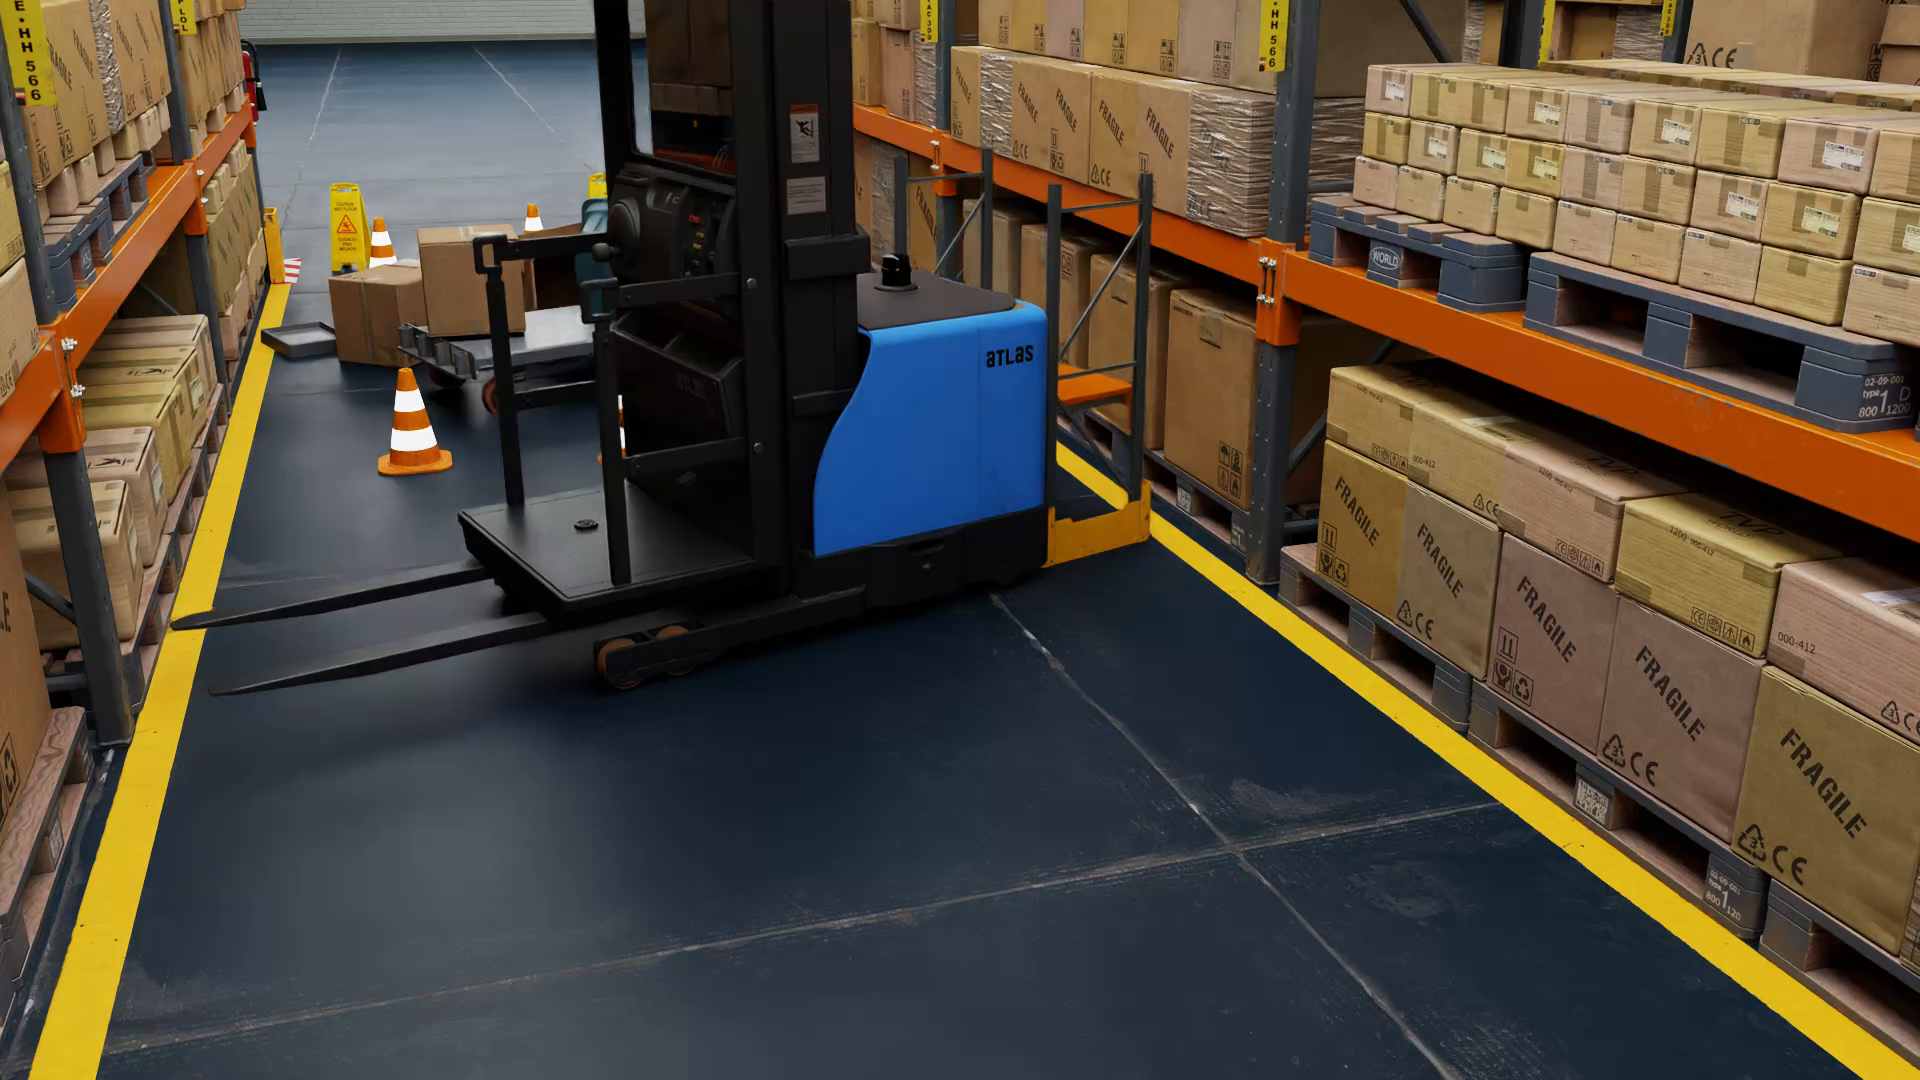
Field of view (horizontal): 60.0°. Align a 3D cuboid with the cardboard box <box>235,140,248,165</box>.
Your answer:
[{"bbox_3d":[-4.894,-2.529,10.899,0.380,0.149,0.250,-6,21,-16],"label":"cardboard box"}]

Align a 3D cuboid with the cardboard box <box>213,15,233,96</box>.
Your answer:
[{"bbox_3d":[-4.833,-3.028,10.321,0.500,0.500,0.500,-6,21,-17],"label":"cardboard box"}]

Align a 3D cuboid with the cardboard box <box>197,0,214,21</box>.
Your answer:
[{"bbox_3d":[-4.387,-3.012,8.798,0.700,0.500,0.500,-6,21,-17],"label":"cardboard box"}]

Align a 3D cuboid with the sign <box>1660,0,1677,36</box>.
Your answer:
[{"bbox_3d":[4.580,-3.424,10.732,0.100,0.325,0.005,-6,21,-17],"label":"sign"}]

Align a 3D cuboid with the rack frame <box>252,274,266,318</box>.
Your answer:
[{"bbox_3d":[-5.326,-1.707,11.355,1.003,0.211,1.213,-6,21,-17],"label":"rack frame"}]

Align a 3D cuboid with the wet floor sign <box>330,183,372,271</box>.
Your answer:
[{"bbox_3d":[-4.616,-2.374,12.572,0.267,0.644,0.232,1,20,2],"label":"wet floor sign"}]

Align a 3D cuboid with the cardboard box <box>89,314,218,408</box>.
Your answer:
[{"bbox_3d":[-4.148,-0.817,8.020,0.950,0.372,0.625,-6,21,-17],"label":"cardboard box"}]

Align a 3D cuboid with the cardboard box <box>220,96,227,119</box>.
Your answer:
[{"bbox_3d":[-4.783,-2.689,10.338,0.380,0.149,0.250,-7,21,-18],"label":"cardboard box"}]

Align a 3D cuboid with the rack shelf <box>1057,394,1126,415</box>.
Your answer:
[{"bbox_3d":[0.235,-0.664,6.973,0.416,0.036,0.922,-14,24,-34],"label":"rack shelf"}]

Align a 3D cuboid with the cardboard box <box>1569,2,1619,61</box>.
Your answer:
[{"bbox_3d":[4.886,-3.579,11.856,0.875,0.500,0.500,-6,21,-17],"label":"cardboard box"}]

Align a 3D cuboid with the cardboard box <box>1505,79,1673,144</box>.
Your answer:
[{"bbox_3d":[1.814,-1.239,4.799,0.380,0.149,0.250,-7,21,-19],"label":"cardboard box"}]

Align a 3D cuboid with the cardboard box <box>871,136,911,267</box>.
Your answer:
[{"bbox_3d":[-0.066,-2.278,11.344,0.875,0.875,0.875,-6,21,-17],"label":"cardboard box"}]

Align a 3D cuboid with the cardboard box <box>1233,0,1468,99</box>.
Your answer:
[{"bbox_3d":[1.478,-1.962,6.313,0.700,0.500,0.500,-7,21,-17],"label":"cardboard box"}]

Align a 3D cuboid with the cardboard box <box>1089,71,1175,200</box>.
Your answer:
[{"bbox_3d":[0.901,-1.783,7.294,0.500,0.500,0.500,-7,21,-18],"label":"cardboard box"}]

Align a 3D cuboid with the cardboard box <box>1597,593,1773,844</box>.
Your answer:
[{"bbox_3d":[2.077,0.423,4.378,0.500,0.500,0.500,-7,21,-18],"label":"cardboard box"}]

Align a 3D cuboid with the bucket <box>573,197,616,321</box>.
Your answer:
[{"bbox_3d":[-1.879,-1.556,9.405,0.726,0.611,0.620,1,30,2],"label":"bucket"}]

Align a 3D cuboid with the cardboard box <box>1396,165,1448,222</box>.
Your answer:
[{"bbox_3d":[1.643,-1.127,5.367,0.380,0.149,0.250,-5,20,-15],"label":"cardboard box"}]

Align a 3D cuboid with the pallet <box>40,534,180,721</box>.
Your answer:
[{"bbox_3d":[-3.302,0.321,5.711,1.003,0.211,1.213,-6,21,-17],"label":"pallet"}]

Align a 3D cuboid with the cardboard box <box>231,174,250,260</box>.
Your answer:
[{"bbox_3d":[-4.754,-2.005,10.398,0.500,0.500,0.500,-7,21,-18],"label":"cardboard box"}]

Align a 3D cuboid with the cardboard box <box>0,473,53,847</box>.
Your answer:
[{"bbox_3d":[-2.919,0.292,4.187,0.875,0.875,0.875,-7,21,-18],"label":"cardboard box"}]

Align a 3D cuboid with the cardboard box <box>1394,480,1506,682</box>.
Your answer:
[{"bbox_3d":[1.751,0.095,5.291,0.500,0.500,0.500,-6,21,-17],"label":"cardboard box"}]

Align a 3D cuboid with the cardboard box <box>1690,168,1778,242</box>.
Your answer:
[{"bbox_3d":[2.066,-0.842,4.135,0.380,0.149,0.250,-6,21,-15],"label":"cardboard box"}]

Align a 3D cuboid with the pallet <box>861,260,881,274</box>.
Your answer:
[{"bbox_3d":[-0.199,-1.915,11.935,1.003,0.211,1.213,-6,21,-17],"label":"pallet"}]

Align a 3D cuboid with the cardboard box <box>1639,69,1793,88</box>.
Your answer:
[{"bbox_3d":[2.358,-1.385,5.205,0.380,0.149,0.250,-6,21,-16],"label":"cardboard box"}]

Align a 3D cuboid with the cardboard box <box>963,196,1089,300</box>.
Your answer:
[{"bbox_3d":[0.633,-1.532,9.450,1.050,0.750,0.750,-6,21,-17],"label":"cardboard box"}]

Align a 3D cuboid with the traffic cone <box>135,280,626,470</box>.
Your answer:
[{"bbox_3d":[-3.060,-1.777,7.710,3.046,2.808,1.723,-6,21,-17],"label":"traffic cone"}]

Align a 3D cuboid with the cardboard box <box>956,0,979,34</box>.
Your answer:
[{"bbox_3d":[0.269,-3.283,9.801,0.875,0.550,0.550,-6,21,-17],"label":"cardboard box"}]

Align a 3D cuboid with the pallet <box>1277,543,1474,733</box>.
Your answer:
[{"bbox_3d":[1.854,0.264,5.868,1.003,0.211,1.213,-6,21,-17],"label":"pallet"}]

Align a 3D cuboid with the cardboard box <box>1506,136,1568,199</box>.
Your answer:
[{"bbox_3d":[1.825,-1.089,4.821,0.380,0.149,0.250,-6,21,-17],"label":"cardboard box"}]

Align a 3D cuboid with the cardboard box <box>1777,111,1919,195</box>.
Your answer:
[{"bbox_3d":[2.147,-0.901,3.858,0.380,0.149,0.250,-7,21,-20],"label":"cardboard box"}]

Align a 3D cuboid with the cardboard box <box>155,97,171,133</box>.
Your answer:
[{"bbox_3d":[-3.891,-1.968,7.708,0.380,0.149,0.250,-6,21,-16],"label":"cardboard box"}]

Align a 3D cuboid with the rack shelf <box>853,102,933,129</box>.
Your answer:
[{"bbox_3d":[-0.276,-3.011,11.532,0.919,0.052,3.809,-6,21,-17],"label":"rack shelf"}]

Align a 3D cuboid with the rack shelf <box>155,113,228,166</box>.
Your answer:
[{"bbox_3d":[-4.944,-2.419,9.990,0.919,0.124,3.809,-6,21,-17],"label":"rack shelf"}]

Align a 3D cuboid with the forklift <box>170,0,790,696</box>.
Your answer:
[{"bbox_3d":[-1.359,-1.350,6.339,3.586,2.935,2.622,-13,23,-32],"label":"forklift"}]

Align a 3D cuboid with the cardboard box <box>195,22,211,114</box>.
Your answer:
[{"bbox_3d":[-4.368,-2.541,8.964,0.500,0.500,0.500,-6,21,-17],"label":"cardboard box"}]

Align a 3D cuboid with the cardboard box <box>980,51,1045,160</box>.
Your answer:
[{"bbox_3d":[0.422,-2.270,8.652,0.500,0.500,0.500,-6,21,-17],"label":"cardboard box"}]

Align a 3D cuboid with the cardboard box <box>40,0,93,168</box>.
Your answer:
[{"bbox_3d":[-3.150,-1.461,5.337,0.500,0.500,0.500,-5,20,-14],"label":"cardboard box"}]

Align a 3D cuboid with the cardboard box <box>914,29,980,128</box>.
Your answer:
[{"bbox_3d":[0.225,-2.770,9.970,0.875,0.550,0.550,-6,21,-17],"label":"cardboard box"}]

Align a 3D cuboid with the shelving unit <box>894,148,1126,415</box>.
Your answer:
[{"bbox_3d":[0.216,-0.808,6.949,0.500,1.500,0.985,-14,24,-34],"label":"shelving unit"}]

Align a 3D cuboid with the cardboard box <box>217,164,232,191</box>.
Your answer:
[{"bbox_3d":[-4.477,-2.101,9.707,0.380,0.149,0.250,-5,20,-14],"label":"cardboard box"}]

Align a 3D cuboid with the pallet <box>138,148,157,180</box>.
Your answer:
[{"bbox_3d":[-4.213,-1.673,7.421,1.003,0.211,1.213,-6,21,-17],"label":"pallet"}]

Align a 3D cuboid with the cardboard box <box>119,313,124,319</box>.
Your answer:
[{"bbox_3d":[-4.756,-1.089,8.957,0.500,0.250,0.500,-5,20,-15],"label":"cardboard box"}]
